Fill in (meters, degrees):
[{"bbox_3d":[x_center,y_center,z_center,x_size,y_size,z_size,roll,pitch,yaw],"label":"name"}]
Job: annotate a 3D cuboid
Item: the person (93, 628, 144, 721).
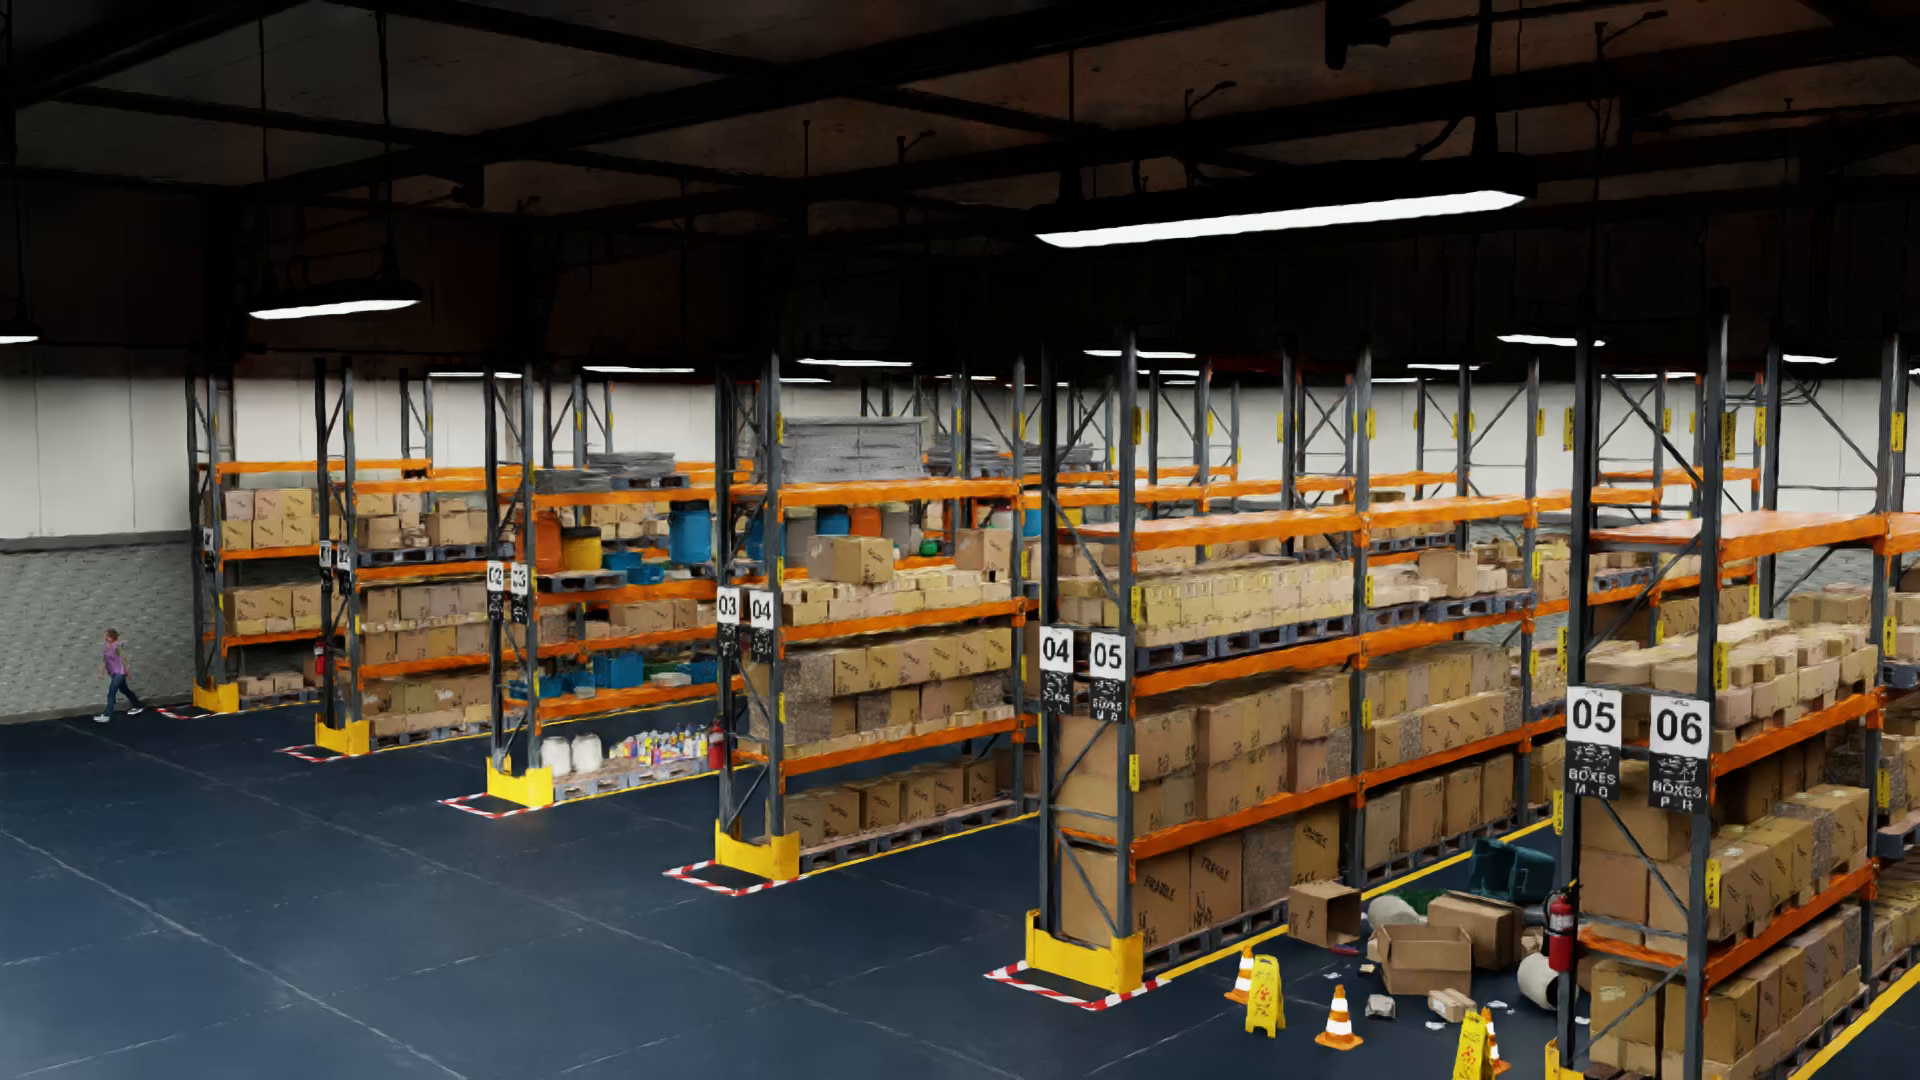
[{"bbox_3d":[-14.218,2.241,28.005,0.411,1.533,0.957,3,5,35],"label":"person"}]
